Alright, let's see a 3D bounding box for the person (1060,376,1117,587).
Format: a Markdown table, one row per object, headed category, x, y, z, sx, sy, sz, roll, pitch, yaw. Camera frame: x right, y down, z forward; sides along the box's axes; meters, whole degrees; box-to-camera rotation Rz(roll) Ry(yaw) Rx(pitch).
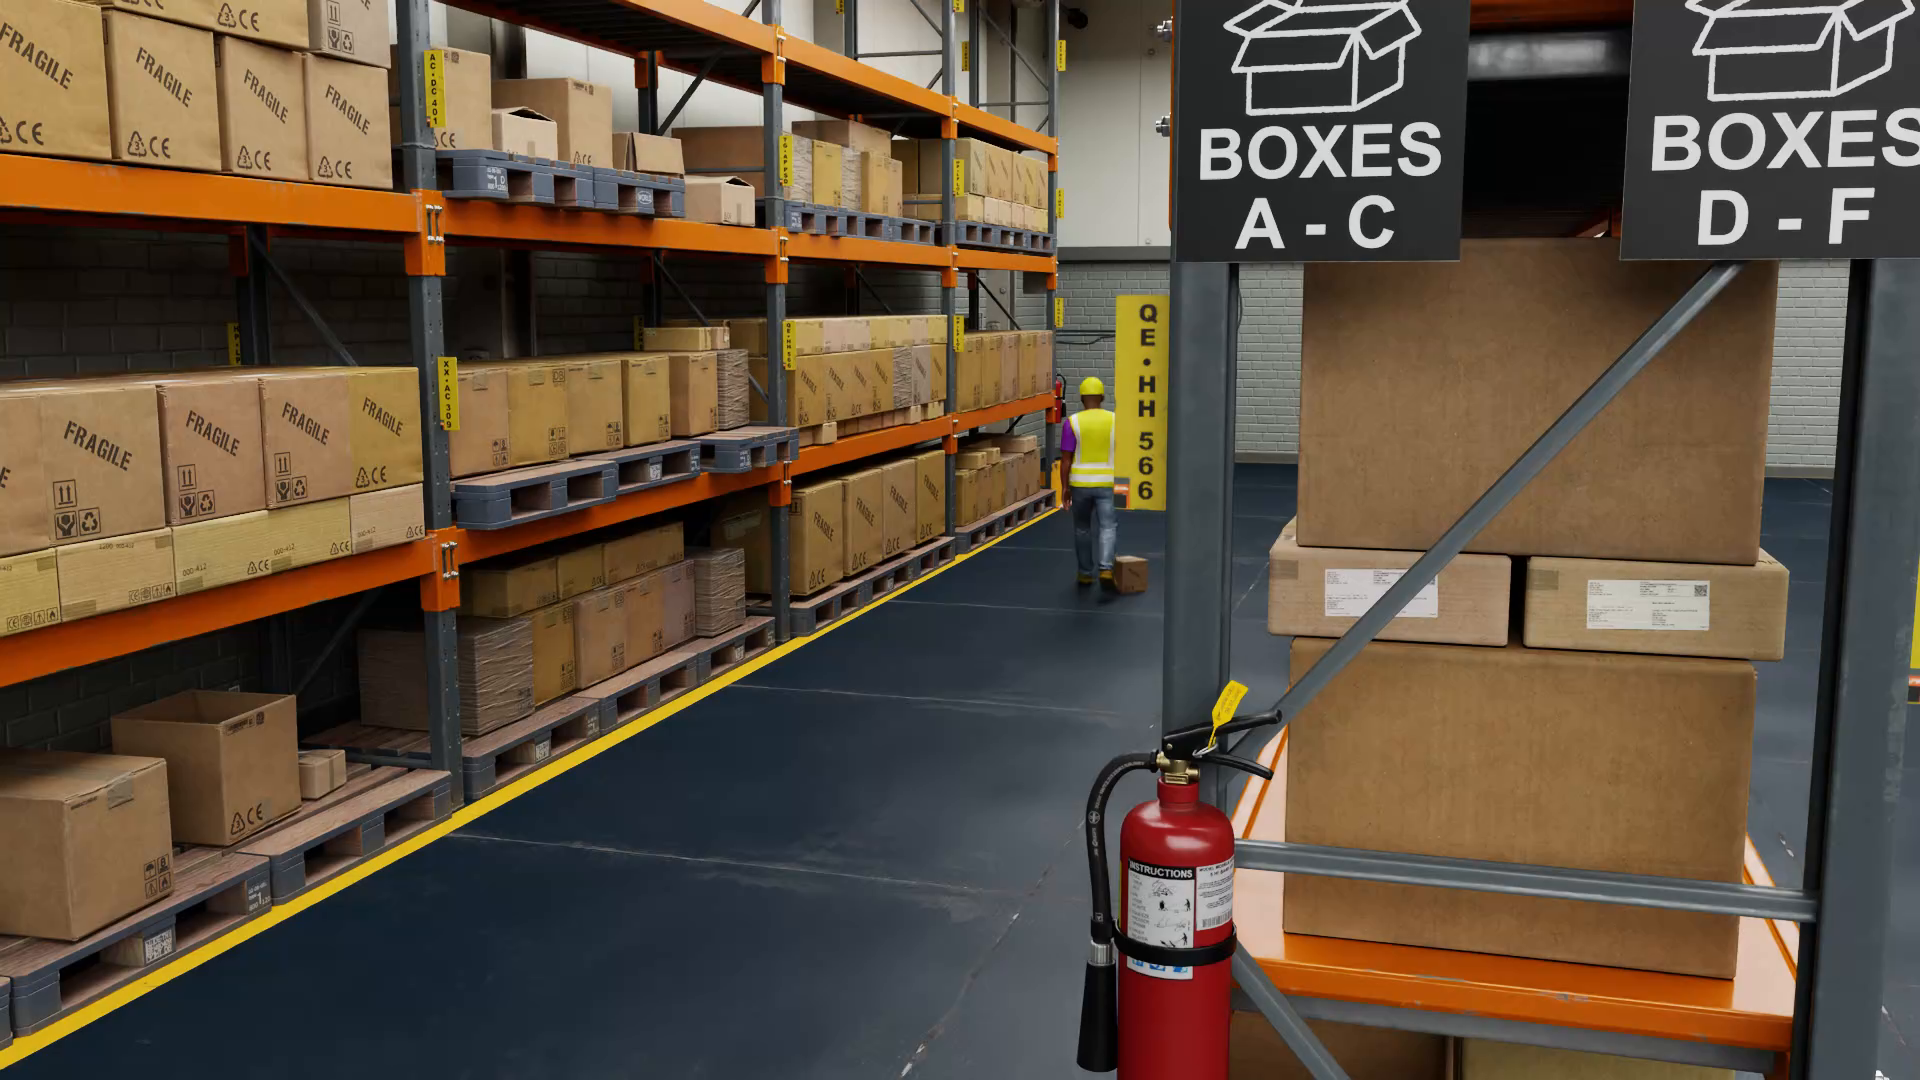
| category | x | y | z | sx | sy | sz | roll | pitch | yaw |
| --- | --- | --- | --- | --- | --- | --- | --- | --- | --- |
| person | 1.091 | -0.458 | 13.427 | 0.573 | 1.715 | 1.024 | 0 | 8 | 3 |
